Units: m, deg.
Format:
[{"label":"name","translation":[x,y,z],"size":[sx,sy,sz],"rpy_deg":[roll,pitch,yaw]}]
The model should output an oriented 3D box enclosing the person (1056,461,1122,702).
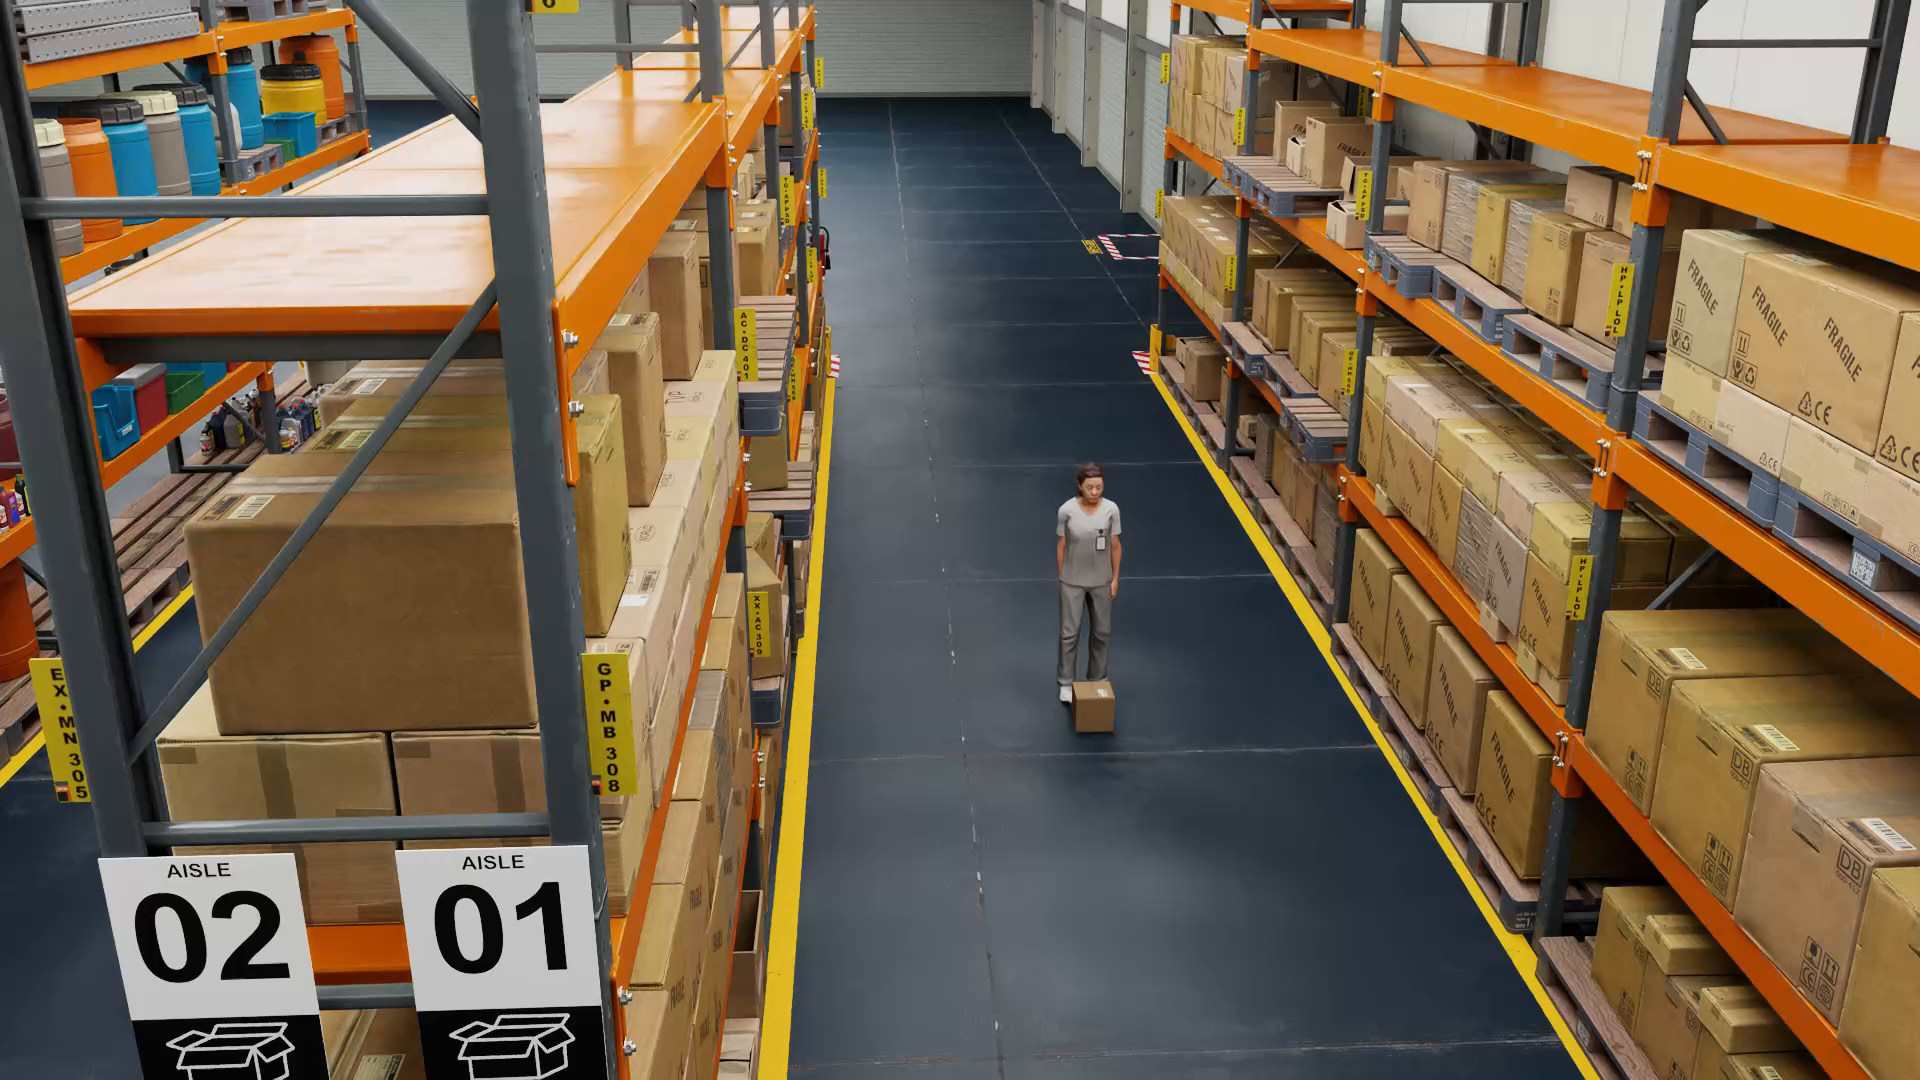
[{"label":"person","translation":[0.859,0.277,11.184],"size":[0.439,1.681,0.363],"rpy_deg":[-1,20,-2]}]
